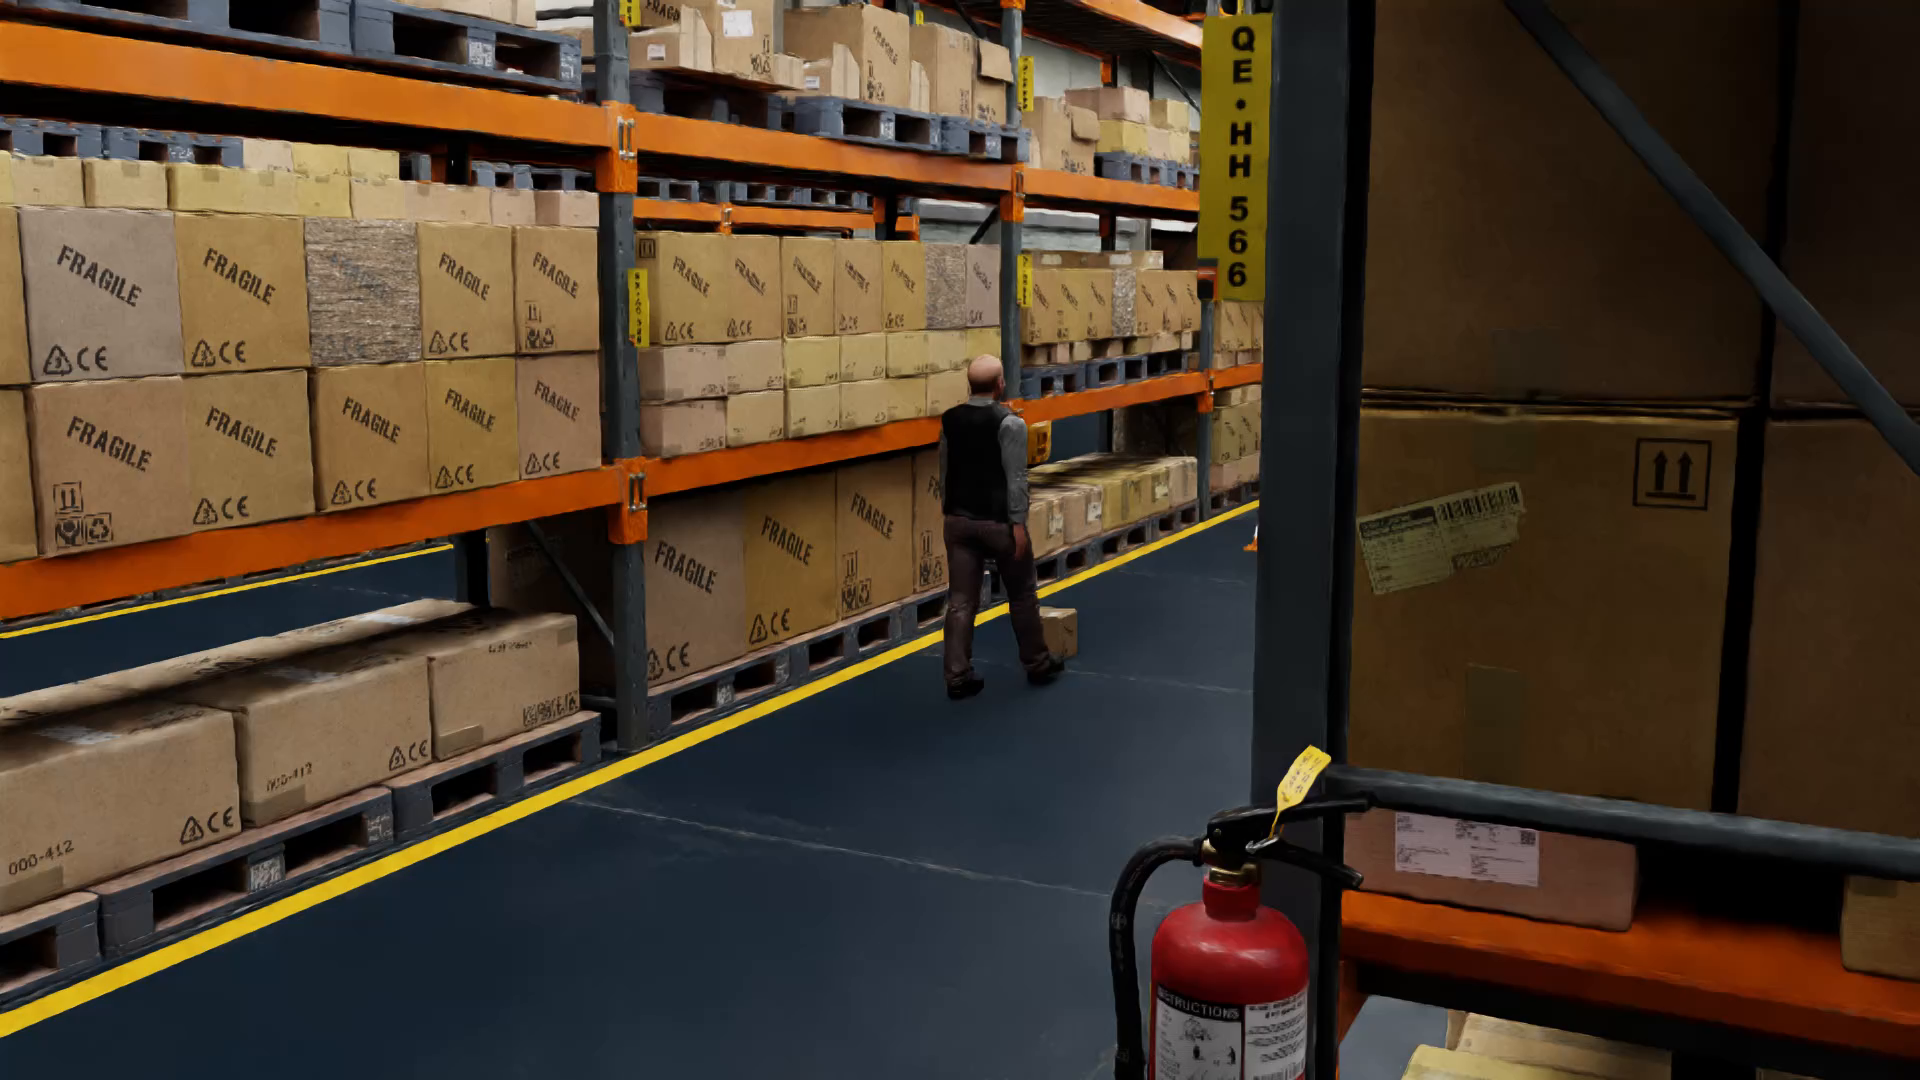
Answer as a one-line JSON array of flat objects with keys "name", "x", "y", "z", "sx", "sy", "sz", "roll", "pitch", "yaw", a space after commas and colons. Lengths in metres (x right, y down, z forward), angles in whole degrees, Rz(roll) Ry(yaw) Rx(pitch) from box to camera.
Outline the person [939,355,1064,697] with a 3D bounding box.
[{"name": "person", "x": 0.182, "y": -0.055, "z": 8.521, "sx": 0.536, "sy": 1.623, "sz": 0.777, "roll": 5, "pitch": 10, "yaw": 28}]
